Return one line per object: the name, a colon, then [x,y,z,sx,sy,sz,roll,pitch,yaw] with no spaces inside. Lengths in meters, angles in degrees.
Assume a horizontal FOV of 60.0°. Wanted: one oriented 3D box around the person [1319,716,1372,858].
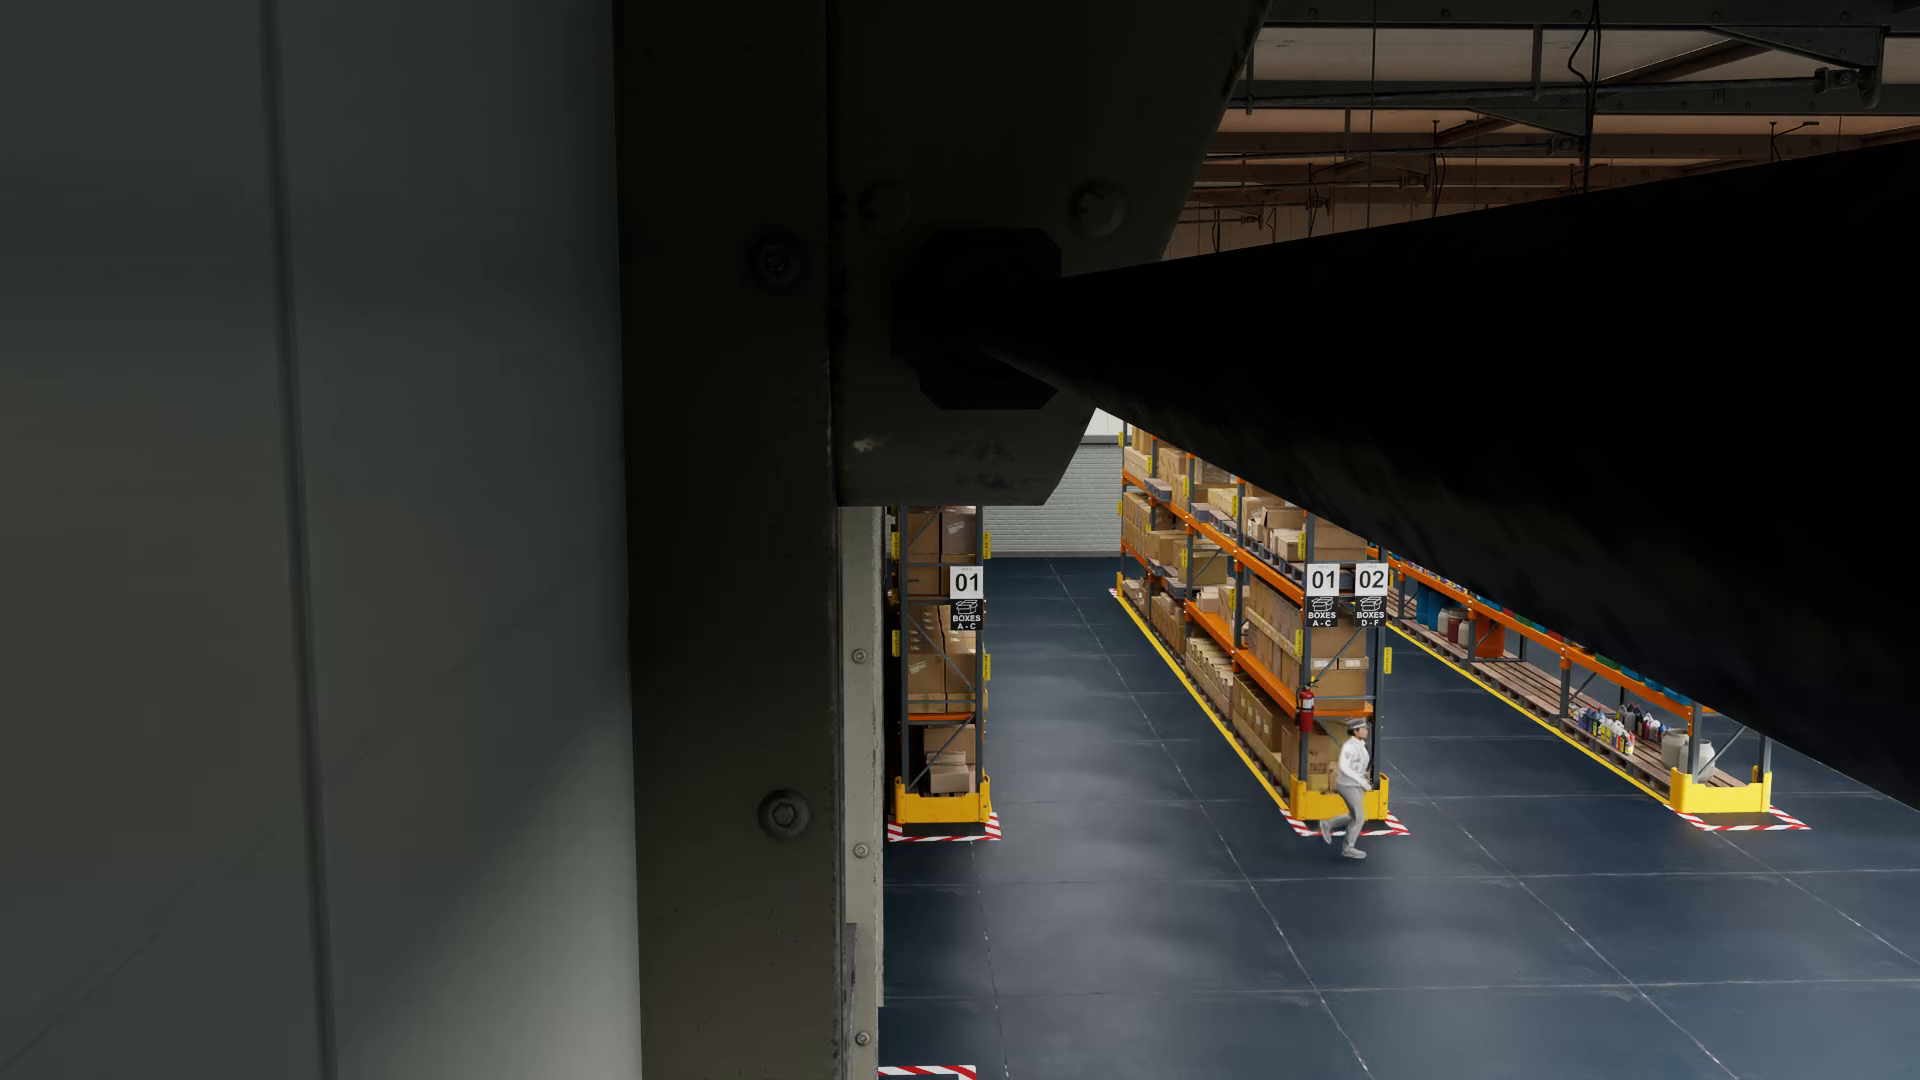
person: [4.504,2.838,19.271,0.646,1.634,0.652,4,9,29]
